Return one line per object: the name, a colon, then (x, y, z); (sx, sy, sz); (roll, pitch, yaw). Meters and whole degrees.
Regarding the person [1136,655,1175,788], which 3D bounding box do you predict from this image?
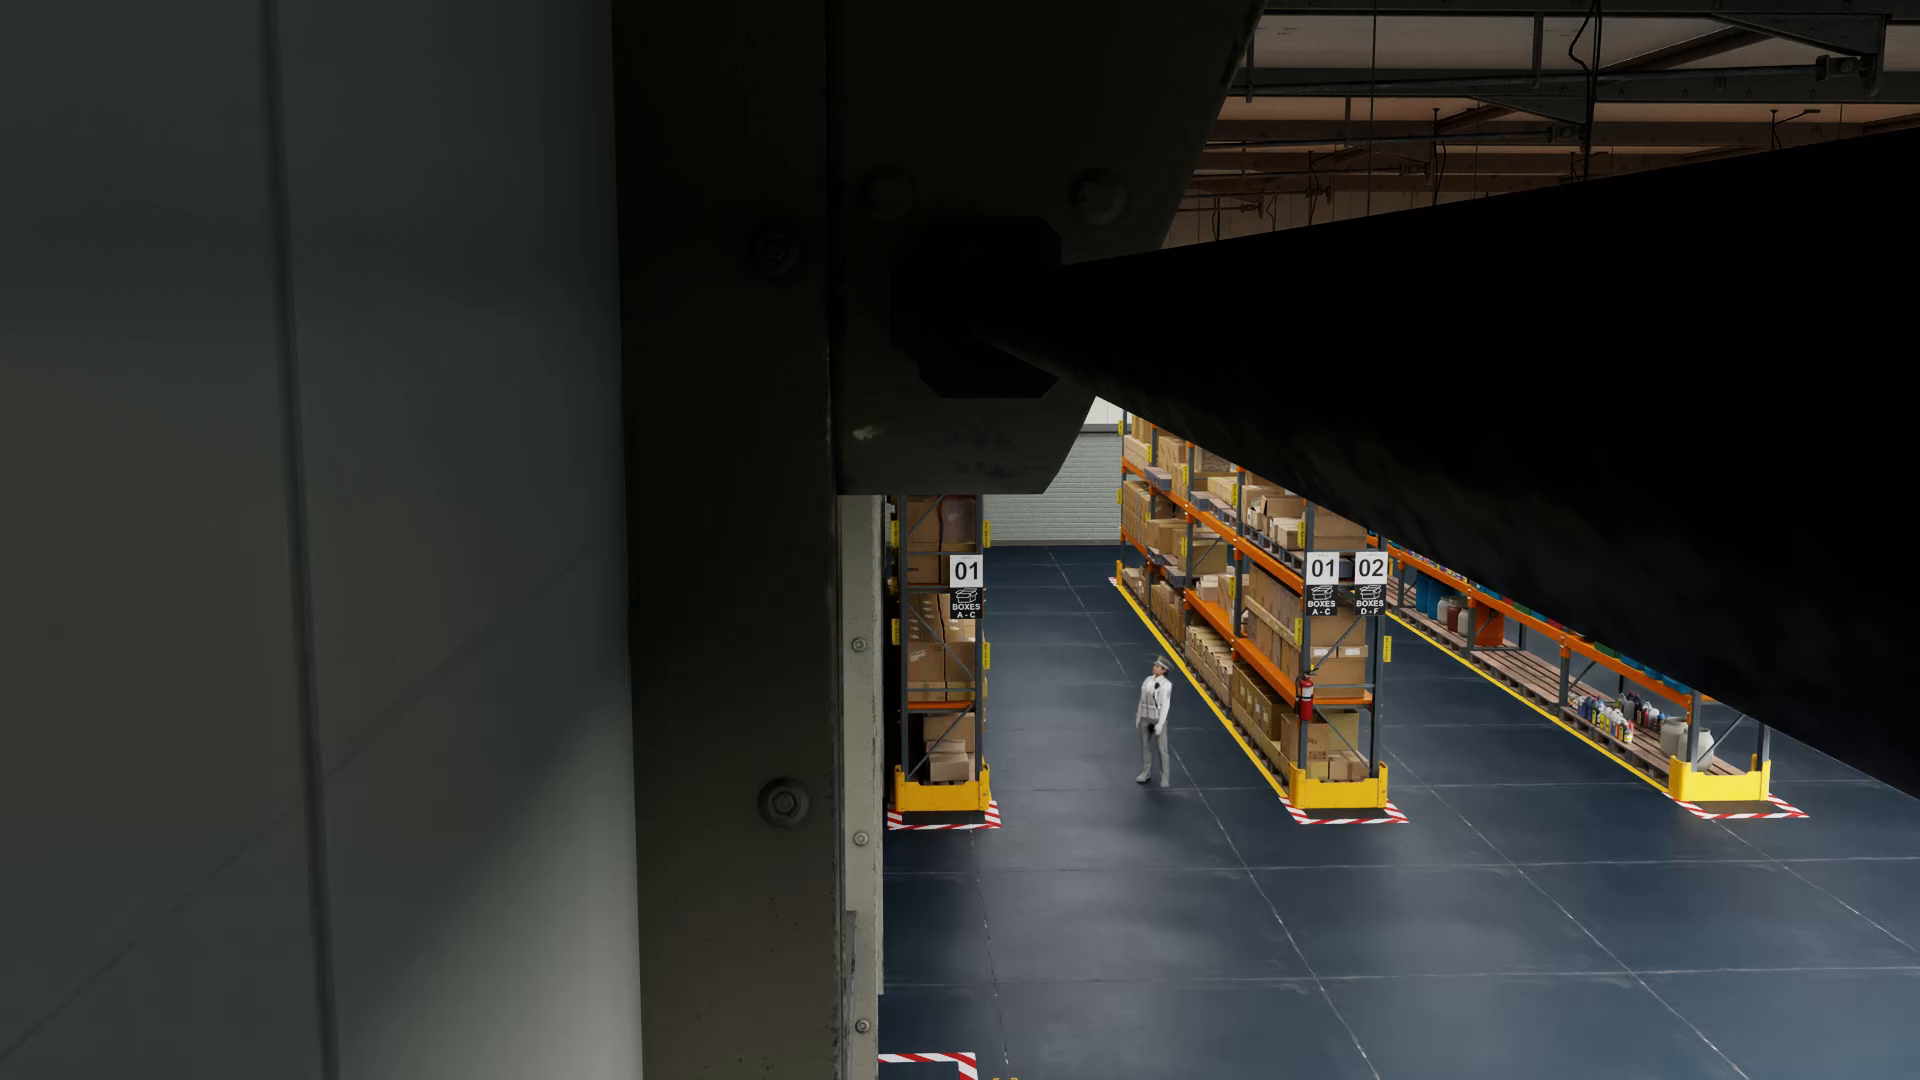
person: (2.536, 2.344, 21.607); (0.526, 1.716, 0.464); (6, 10, 34)
